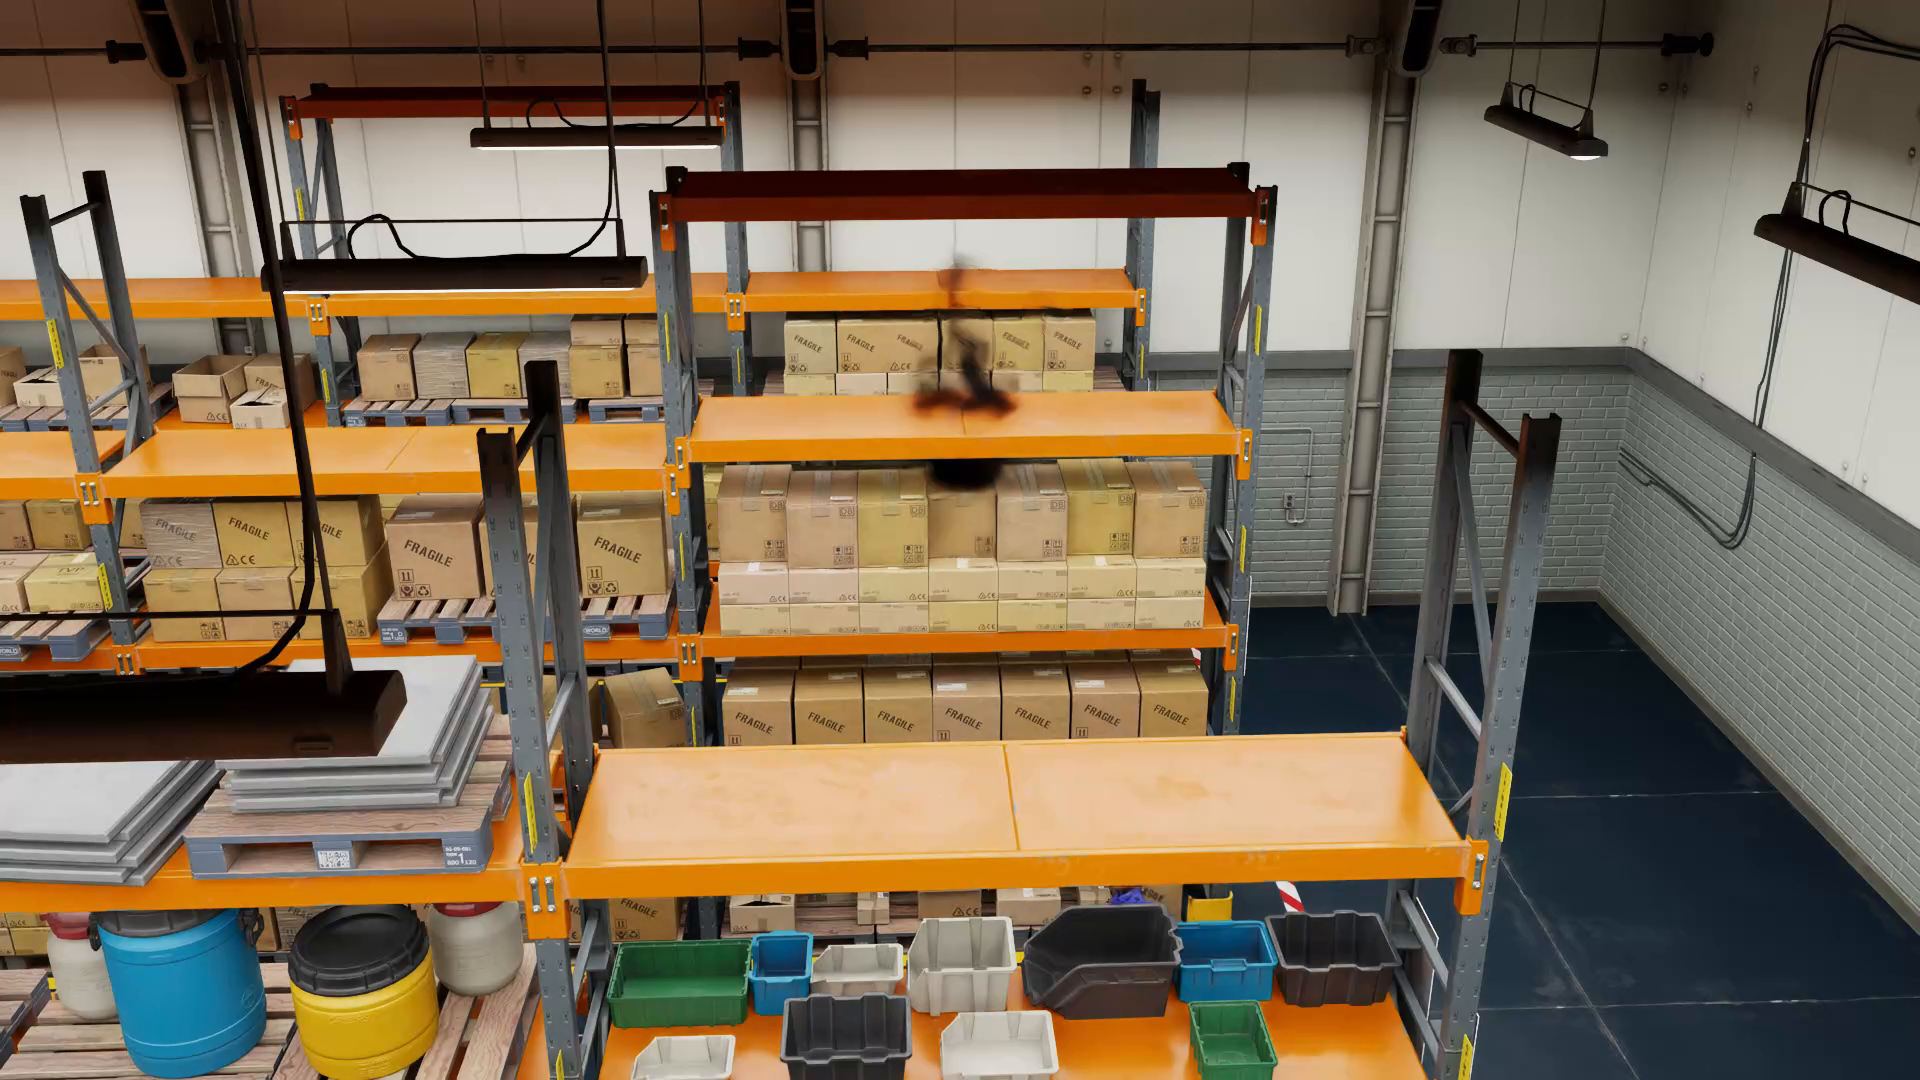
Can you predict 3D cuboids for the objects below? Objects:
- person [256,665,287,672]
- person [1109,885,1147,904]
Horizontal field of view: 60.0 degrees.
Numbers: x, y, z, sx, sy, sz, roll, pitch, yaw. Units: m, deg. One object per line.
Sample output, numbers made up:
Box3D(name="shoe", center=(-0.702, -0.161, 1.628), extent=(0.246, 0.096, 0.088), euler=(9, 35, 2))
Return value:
Box3D(name="person", center=(-5.943, 1.734, 14.670), extent=(0.801, 1.711, 0.541), euler=(-2, 22, -4))
Box3D(name="person", center=(1.227, 2.968, 11.715), extent=(0.737, 1.620, 0.596), euler=(-6, 23, -15))
